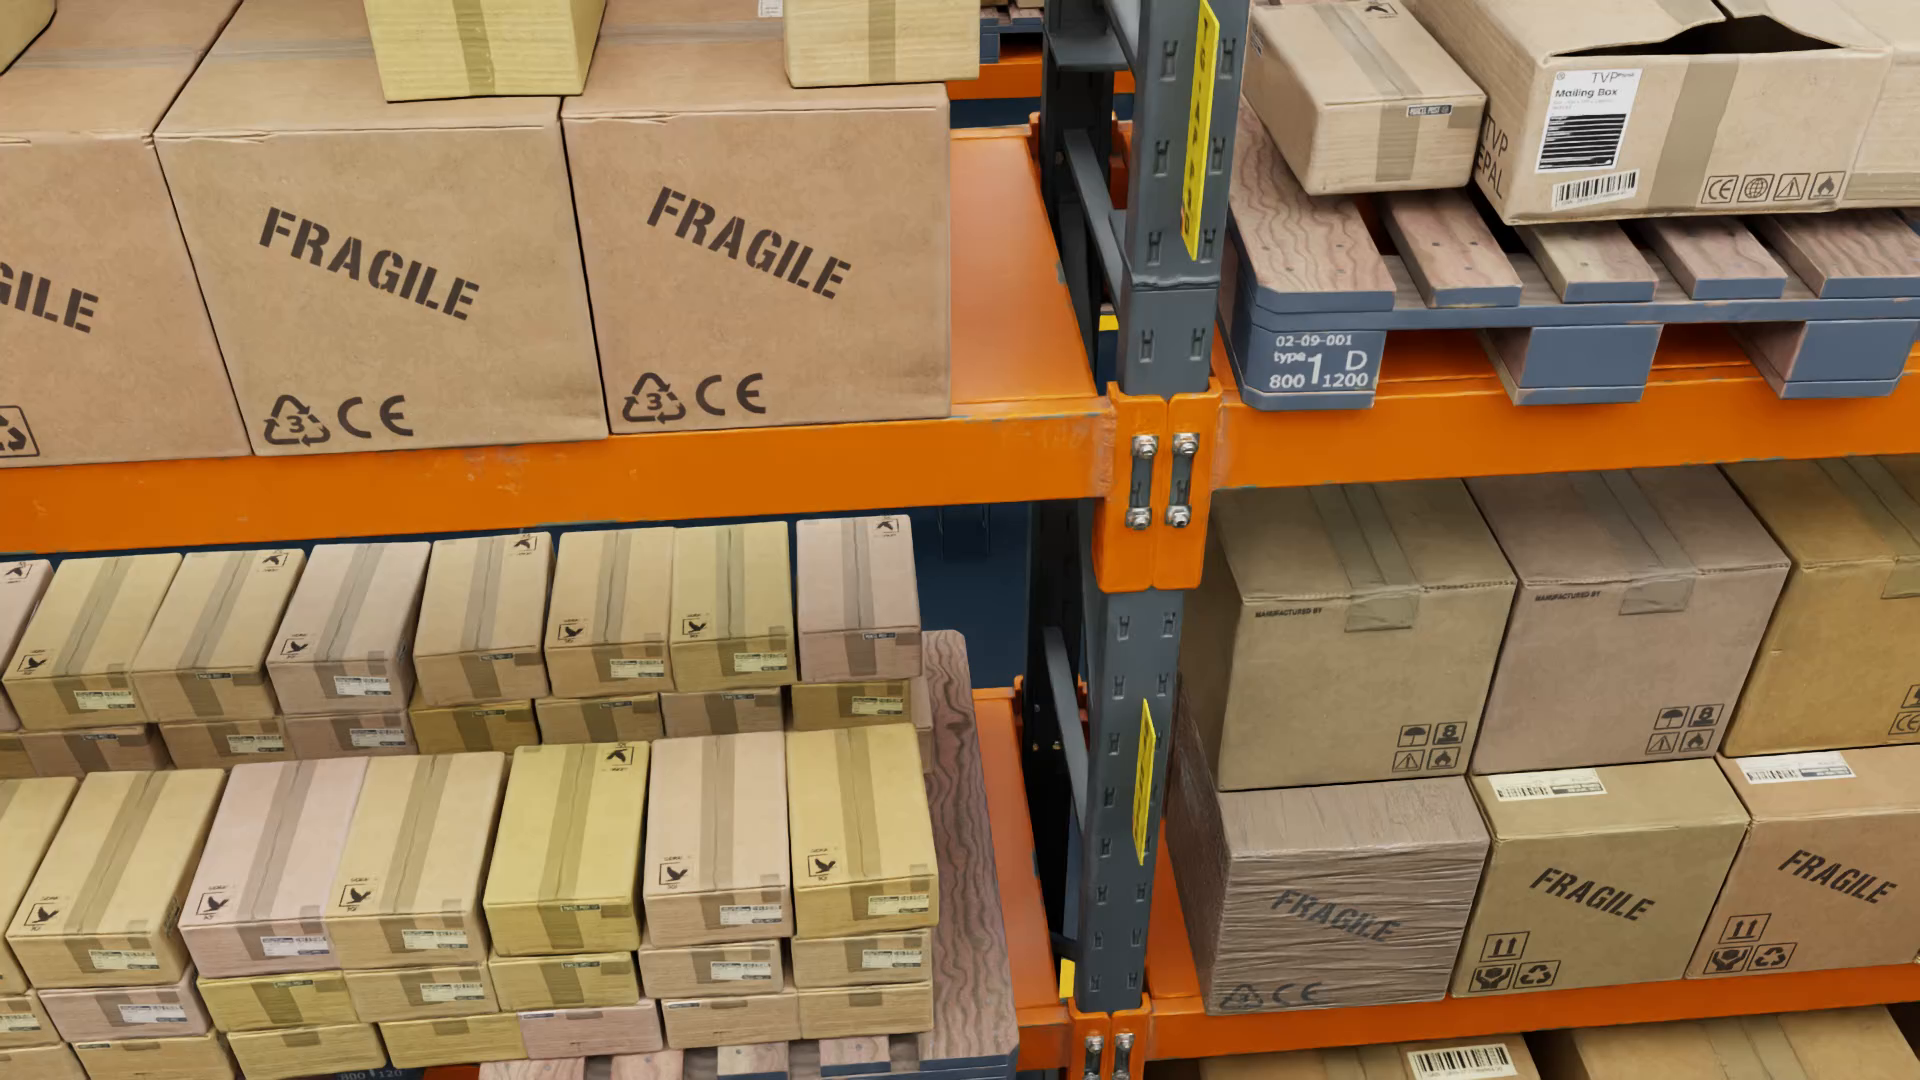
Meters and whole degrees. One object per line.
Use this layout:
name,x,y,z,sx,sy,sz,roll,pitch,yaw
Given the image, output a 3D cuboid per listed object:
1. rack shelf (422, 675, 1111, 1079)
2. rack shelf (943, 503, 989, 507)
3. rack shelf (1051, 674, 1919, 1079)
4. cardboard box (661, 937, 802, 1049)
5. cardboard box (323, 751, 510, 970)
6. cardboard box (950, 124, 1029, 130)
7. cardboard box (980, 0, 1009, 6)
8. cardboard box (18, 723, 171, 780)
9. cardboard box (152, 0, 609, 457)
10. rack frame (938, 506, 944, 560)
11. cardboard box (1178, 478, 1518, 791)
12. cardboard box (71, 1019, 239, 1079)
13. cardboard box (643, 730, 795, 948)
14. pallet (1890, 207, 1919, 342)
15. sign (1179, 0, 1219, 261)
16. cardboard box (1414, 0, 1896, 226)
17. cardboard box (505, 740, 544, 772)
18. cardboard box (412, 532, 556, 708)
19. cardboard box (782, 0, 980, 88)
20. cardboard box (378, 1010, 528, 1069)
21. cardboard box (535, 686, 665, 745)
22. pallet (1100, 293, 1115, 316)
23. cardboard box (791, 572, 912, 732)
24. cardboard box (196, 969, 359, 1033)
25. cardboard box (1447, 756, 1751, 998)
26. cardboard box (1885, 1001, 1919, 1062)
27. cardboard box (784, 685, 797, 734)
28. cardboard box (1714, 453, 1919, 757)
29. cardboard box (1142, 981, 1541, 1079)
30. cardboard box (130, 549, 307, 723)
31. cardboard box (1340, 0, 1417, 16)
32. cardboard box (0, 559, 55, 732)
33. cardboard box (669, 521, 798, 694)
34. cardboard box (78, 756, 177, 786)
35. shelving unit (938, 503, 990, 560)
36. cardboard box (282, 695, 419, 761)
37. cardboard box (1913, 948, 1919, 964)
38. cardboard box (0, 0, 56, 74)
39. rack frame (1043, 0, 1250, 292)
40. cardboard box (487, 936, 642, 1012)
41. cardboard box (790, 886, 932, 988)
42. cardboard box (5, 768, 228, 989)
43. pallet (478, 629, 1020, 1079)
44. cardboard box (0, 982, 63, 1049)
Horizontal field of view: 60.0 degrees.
rack shelf,-1.729,0.908,3.759,4.000,0.370,1.077,-3,38,-4
rack shelf,0.014,-0.249,6.556,0.180,0.103,0.258,-3,38,-4
rack shelf,2.255,0.688,4.037,4.000,0.370,1.077,-3,38,-4
cardboard box,-0.435,0.772,3.213,0.250,0.149,0.380,-3,38,-4
cardboard box,-0.961,0.569,2.991,0.250,0.149,0.380,-2,38,-3
cardboard box,0.288,-1.691,8.254,0.625,0.372,0.950,-6,39,-7
cardboard box,0.064,-2.502,7.364,0.250,0.149,0.380,-5,39,-7
cardboard box,-1.787,0.324,3.542,0.250,0.149,0.380,-2,38,-2
cardboard box,-0.780,-0.478,2.432,0.500,0.500,0.500,-3,38,-4
rack frame,-0.077,-0.467,6.373,0.006,1.200,0.240,-3,38,-4
cardboard box,0.711,0.065,3.358,0.500,0.500,0.700,-3,38,-4
cardboard box,-1.466,0.827,3.144,0.250,0.149,0.380,-2,38,-3
cardboard box,-0.435,0.538,3.030,0.250,0.149,0.380,-4,38,-5
pallet,2.013,-0.719,2.971,1.213,0.211,1.003,-1,38,-2
sign,0.309,-0.530,2.161,0.005,0.325,0.100,-3,38,-4
cardboard box,1.003,-0.735,2.491,0.500,0.311,0.500,-3,38,-4
cardboard box,-1.005,0.395,3.692,0.250,0.149,0.380,-1,38,-2
cardboard box,-0.991,0.163,3.506,0.250,0.149,0.380,-5,39,-6
cardboard box,-0.117,-0.819,2.247,0.258,0.266,0.396,-3,38,-4
cardboard box,-0.940,0.798,3.181,0.250,0.149,0.380,-4,38,-5
cardboard box,-0.772,0.268,3.613,0.250,0.149,0.380,-4,38,-5
pallet,0.502,-1.480,8.456,1.213,0.211,1.003,-3,38,-4
cardboard box,-0.236,0.235,3.654,0.250,0.149,0.380,-2,38,-2
cardboard box,-1.214,0.698,3.068,0.250,0.149,0.380,-3,38,-4
cardboard box,1.240,0.589,3.502,0.500,0.500,0.500,-3,38,-4
cardboard box,2.676,1.154,4.342,0.750,0.750,1.050,-3,38,-4
cardboard box,-0.468,0.364,3.731,0.250,0.149,0.380,-1,38,-2
cardboard box,1.726,0.007,3.431,0.500,0.500,0.700,-4,38,-5
cardboard box,0.877,1.256,4.214,0.750,0.750,1.050,-4,38,-5
cardboard box,-1.524,0.195,3.465,0.250,0.149,0.380,-2,38,-3
cardboard box,0.840,-0.943,2.871,0.250,0.166,0.380,-3,38,-4
cardboard box,-2.040,0.222,3.431,0.250,0.149,0.380,-5,39,-6
cardboard box,-0.482,0.138,3.537,0.250,0.149,0.380,-4,38,-5
cardboard box,-1.780,0.437,3.639,0.250,0.149,0.380,-4,38,-5
shelving unit,0.014,-0.472,6.379,0.189,1.200,0.258,-3,38,-4
cardboard box,-1.271,0.295,3.578,0.250,0.149,0.380,-3,38,-4
cardboard box,2.239,0.535,3.569,0.500,0.500,0.500,-4,38,-4
cardboard box,-1.396,-0.736,2.141,0.258,0.266,0.396,-3,38,-4
rack frame,0.263,-1.840,1.817,0.127,3.000,1.000,-3,38,-4
cardboard box,-0.716,0.672,3.100,0.250,0.149,0.380,-2,38,-3
cardboard box,-0.189,0.640,3.140,0.250,0.149,0.380,-2,38,-3
cardboard box,-1.473,0.595,2.958,0.250,0.149,0.380,-1,38,-2
pallet,-0.437,0.696,3.602,1.003,0.211,1.213,-3,38,-4
cardboard box,-1.731,0.727,3.031,0.250,0.149,0.380,-4,38,-5
